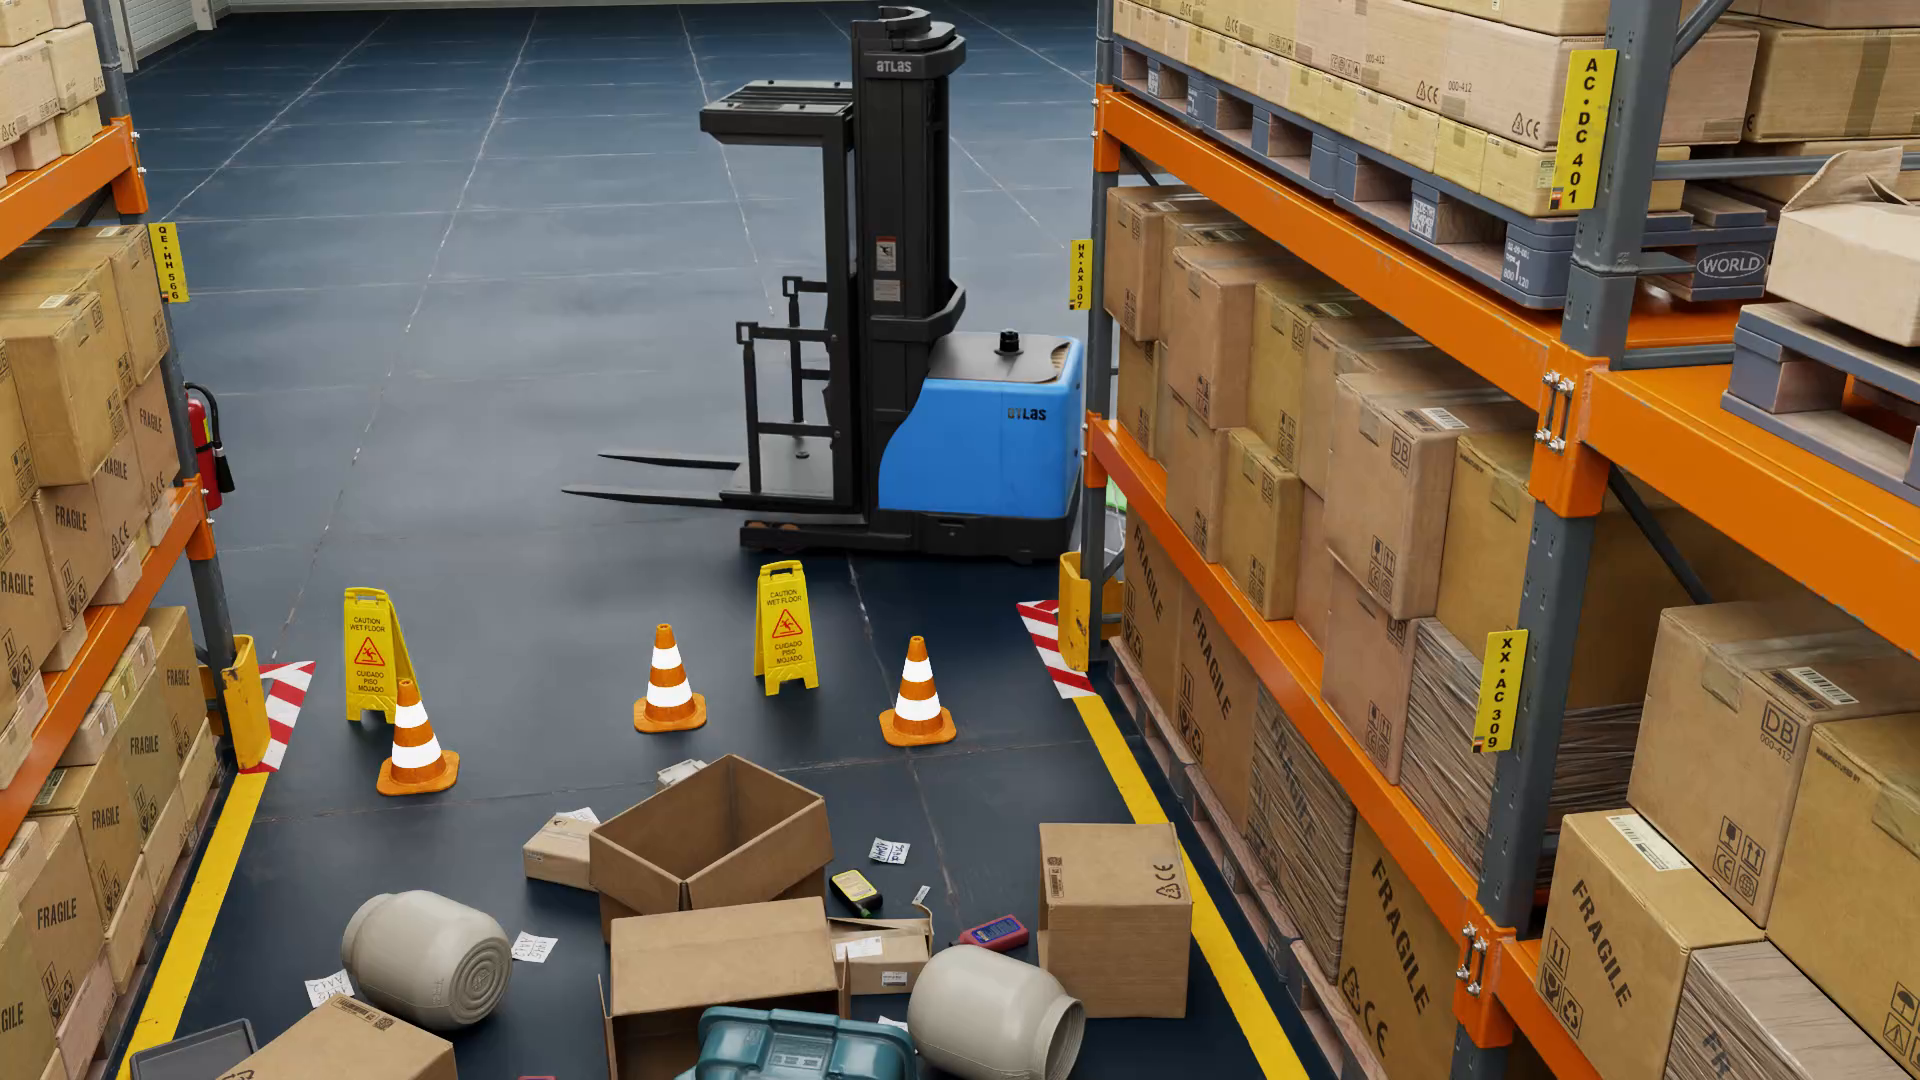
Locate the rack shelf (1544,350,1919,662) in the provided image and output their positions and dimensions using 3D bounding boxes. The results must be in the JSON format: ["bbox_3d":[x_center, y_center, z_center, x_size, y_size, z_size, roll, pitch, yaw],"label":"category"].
[{"bbox_3d":[2.208,0.498,2.013,1.077,0.370,4.000,-4,24,-10],"label":"rack shelf"}]

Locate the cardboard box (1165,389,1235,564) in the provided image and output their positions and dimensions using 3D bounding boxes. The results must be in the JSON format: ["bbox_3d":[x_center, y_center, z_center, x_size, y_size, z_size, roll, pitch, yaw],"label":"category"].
[{"bbox_3d":[1.315,-0.299,6.499,0.875,0.550,0.550,-4,24,-10],"label":"cardboard box"}]

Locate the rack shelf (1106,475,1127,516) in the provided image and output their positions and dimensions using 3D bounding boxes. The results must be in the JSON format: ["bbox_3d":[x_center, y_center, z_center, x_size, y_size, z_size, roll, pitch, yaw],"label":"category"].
[{"bbox_3d":[0.913,-0.231,9.467,0.258,0.148,0.480,21,27,6],"label":"rack shelf"}]

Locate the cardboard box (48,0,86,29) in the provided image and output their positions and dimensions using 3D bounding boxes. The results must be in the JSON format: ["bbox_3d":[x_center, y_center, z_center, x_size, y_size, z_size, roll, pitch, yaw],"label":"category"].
[{"bbox_3d":[-3.394,-1.925,5.979,0.380,0.149,0.250,-4,24,-9],"label":"cardboard box"}]

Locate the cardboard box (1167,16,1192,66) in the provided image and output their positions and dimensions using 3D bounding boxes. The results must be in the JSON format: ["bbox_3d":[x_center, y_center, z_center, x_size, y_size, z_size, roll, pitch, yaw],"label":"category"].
[{"bbox_3d":[0.988,-1.858,6.173,0.380,0.149,0.250,-4,24,-9],"label":"cardboard box"}]

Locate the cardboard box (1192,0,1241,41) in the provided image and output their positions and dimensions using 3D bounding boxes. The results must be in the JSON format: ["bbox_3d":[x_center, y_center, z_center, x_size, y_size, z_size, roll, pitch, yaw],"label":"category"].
[{"bbox_3d":[1.125,-1.891,5.750,0.500,0.250,0.500,-4,24,-10],"label":"cardboard box"}]

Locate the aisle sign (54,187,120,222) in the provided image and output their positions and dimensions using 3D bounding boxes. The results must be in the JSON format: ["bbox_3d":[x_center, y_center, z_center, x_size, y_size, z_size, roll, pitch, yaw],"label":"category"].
[{"bbox_3d":[-3.474,-1.648,6.528,0.394,0.787,0.004,-4,24,-10],"label":"aisle sign"}]

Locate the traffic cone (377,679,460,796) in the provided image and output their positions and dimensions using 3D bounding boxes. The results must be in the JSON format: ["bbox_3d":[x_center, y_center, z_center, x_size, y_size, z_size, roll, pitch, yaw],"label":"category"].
[{"bbox_3d":[-2.400,0.825,7.282,0.336,0.463,0.334,-4,24,-10],"label":"traffic cone"}]

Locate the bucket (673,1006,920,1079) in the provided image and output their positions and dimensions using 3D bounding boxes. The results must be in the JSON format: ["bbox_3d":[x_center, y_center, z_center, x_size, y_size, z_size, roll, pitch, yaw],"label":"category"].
[{"bbox_3d":[-0.452,1.677,4.354,0.726,0.611,0.620,4,34,9],"label":"bucket"}]

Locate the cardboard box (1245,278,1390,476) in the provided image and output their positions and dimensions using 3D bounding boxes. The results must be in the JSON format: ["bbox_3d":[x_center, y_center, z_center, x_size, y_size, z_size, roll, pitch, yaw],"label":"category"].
[{"bbox_3d":[1.518,-0.593,5.824,0.875,0.550,0.500,-4,24,-10],"label":"cardboard box"}]

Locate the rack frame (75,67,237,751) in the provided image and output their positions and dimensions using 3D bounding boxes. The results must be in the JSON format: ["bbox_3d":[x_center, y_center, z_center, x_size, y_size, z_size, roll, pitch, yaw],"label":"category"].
[{"bbox_3d":[-3.747,-0.411,6.943,1.000,3.000,0.127,-4,24,-10],"label":"rack frame"}]

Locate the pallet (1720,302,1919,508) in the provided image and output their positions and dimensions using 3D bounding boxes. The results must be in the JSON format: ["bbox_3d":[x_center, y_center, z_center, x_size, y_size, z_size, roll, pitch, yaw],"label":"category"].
[{"bbox_3d":[2.056,-0.174,2.891,0.805,0.209,1.217,-5,24,-12],"label":"pallet"}]

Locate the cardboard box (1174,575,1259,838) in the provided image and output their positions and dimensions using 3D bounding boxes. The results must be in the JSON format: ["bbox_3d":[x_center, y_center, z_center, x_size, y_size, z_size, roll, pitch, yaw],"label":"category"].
[{"bbox_3d":[1.454,0.572,6.823,0.875,0.875,0.875,-5,24,-11],"label":"cardboard box"}]

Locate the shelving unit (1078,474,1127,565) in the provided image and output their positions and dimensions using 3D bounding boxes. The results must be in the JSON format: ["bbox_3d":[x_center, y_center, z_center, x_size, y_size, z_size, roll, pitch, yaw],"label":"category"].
[{"bbox_3d":[0.997,-0.489,9.331,0.258,1.200,0.503,21,27,6],"label":"shelving unit"}]

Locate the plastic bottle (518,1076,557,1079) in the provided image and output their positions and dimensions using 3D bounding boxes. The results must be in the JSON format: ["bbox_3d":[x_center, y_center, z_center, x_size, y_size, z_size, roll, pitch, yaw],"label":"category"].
[{"bbox_3d":[-1.403,1.863,5.409,0.133,0.061,0.283,0,24,-1],"label":"plastic bottle"}]

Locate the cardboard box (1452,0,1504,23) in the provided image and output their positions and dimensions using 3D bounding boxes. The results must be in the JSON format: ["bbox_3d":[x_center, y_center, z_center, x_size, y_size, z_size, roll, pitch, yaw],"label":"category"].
[{"bbox_3d":[1.411,-1.327,3.960,0.380,0.149,0.250,-4,24,-10],"label":"cardboard box"}]

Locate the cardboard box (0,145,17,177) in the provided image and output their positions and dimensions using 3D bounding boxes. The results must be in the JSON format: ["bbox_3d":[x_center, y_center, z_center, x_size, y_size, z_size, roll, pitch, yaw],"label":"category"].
[{"bbox_3d":[-3.331,-1.244,5.416,0.380,0.149,0.250,-4,24,-9],"label":"cardboard box"}]

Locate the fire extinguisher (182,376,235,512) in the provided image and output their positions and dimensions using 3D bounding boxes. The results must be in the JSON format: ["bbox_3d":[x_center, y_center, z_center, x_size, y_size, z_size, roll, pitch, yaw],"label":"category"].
[{"bbox_3d":[-3.315,-0.455,7.140,0.296,0.674,0.183,-4,24,-10],"label":"fire extinguisher"}]

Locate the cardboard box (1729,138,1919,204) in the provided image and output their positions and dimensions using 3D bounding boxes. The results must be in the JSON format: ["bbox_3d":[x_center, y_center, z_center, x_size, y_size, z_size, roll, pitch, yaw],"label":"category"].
[{"bbox_3d":[2.105,-0.910,4.002,0.380,0.149,0.250,-5,24,-11],"label":"cardboard box"}]

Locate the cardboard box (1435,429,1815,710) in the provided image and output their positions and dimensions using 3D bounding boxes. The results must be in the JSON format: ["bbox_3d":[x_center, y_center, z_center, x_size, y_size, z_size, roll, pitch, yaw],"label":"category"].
[{"bbox_3d":[1.804,0.045,4.363,0.875,0.550,0.550,-4,24,-10],"label":"cardboard box"}]

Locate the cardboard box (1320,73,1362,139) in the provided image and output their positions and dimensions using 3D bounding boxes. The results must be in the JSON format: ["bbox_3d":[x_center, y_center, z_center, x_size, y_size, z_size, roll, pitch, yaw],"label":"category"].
[{"bbox_3d":[1.269,-1.261,4.805,0.380,0.149,0.250,-4,24,-9],"label":"cardboard box"}]

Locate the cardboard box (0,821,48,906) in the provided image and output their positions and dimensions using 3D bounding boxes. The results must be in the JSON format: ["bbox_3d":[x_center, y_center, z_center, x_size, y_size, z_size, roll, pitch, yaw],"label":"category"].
[{"bbox_3d":[-2.965,0.976,4.932,0.380,0.149,0.250,-3,24,-7],"label":"cardboard box"}]

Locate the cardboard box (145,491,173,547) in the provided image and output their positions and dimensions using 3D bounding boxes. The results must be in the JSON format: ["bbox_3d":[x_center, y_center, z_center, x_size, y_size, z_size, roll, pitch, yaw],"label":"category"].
[{"bbox_3d":[-3.312,-0.073,6.484,0.380,0.149,0.250,-5,24,-10],"label":"cardboard box"}]

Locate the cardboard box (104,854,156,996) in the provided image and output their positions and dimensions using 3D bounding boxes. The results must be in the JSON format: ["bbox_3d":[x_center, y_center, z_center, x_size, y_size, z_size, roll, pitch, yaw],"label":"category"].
[{"bbox_3d":[-3.143,1.364,5.789,0.500,0.250,0.500,-5,24,-12],"label":"cardboard box"}]

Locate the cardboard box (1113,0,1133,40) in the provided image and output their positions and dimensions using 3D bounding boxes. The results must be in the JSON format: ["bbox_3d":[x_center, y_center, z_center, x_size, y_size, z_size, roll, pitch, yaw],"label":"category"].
[{"bbox_3d":[0.847,-2.156,6.856,0.380,0.149,0.250,-4,24,-9],"label":"cardboard box"}]

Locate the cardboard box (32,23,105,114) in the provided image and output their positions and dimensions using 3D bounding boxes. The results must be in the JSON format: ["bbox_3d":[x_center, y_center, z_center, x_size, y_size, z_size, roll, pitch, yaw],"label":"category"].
[{"bbox_3d":[-3.388,-1.672,5.898,0.500,0.250,0.500,-5,24,-10],"label":"cardboard box"}]

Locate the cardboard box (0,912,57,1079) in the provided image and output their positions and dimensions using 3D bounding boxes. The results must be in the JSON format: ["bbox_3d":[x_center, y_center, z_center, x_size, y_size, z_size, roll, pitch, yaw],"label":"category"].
[{"bbox_3d":[-2.962,1.425,4.714,0.500,0.500,0.500,-3,24,-8],"label":"cardboard box"}]

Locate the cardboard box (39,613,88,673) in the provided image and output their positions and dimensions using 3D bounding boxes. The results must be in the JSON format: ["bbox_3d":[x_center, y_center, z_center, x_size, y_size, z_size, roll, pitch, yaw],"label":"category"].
[{"bbox_3d":[-3.162,0.333,5.553,0.380,0.149,0.250,-5,24,-10],"label":"cardboard box"}]

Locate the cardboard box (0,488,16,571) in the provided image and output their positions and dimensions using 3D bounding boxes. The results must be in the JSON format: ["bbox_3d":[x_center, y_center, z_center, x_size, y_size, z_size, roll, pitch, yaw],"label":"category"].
[{"bbox_3d":[-3.015,-0.069,4.415,0.700,0.500,0.500,-5,24,-11],"label":"cardboard box"}]

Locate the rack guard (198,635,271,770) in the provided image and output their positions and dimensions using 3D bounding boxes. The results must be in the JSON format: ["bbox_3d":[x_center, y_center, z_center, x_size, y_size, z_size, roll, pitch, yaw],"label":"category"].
[{"bbox_3d":[-3.733,0.764,7.375,1.175,0.500,0.348,-4,24,-10],"label":"rack guard"}]

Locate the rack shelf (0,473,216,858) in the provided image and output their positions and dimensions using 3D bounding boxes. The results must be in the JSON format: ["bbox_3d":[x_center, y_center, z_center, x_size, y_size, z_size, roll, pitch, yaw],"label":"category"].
[{"bbox_3d":[-3.377,0.705,5.286,1.077,0.370,4.000,-4,24,-10],"label":"rack shelf"}]

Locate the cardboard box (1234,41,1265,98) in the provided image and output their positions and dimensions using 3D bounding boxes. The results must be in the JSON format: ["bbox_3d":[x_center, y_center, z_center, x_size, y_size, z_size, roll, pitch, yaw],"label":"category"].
[{"bbox_3d":[1.128,-1.560,5.490,0.380,0.149,0.250,-4,24,-9],"label":"cardboard box"}]

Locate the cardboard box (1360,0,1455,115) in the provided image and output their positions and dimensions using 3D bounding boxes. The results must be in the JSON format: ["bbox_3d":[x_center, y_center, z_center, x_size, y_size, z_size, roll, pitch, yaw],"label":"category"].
[{"bbox_3d":[1.402,-1.298,4.392,0.500,0.250,0.500,-4,24,-10],"label":"cardboard box"}]

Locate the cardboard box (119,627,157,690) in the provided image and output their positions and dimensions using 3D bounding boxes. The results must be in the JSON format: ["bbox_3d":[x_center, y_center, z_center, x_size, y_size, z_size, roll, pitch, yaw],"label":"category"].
[{"bbox_3d":[-3.209,0.451,6.133,0.380,0.149,0.250,-4,24,-8],"label":"cardboard box"}]

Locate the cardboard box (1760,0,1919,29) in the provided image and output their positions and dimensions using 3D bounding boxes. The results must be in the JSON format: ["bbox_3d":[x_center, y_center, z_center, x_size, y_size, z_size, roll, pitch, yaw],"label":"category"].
[{"bbox_3d":[2.105,-1.275,3.842,0.380,0.149,0.250,-4,24,-9],"label":"cardboard box"}]

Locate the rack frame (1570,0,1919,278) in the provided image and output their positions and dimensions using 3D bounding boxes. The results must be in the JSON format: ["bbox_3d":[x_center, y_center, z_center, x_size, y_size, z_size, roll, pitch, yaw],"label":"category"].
[{"bbox_3d":[1.838,-1.993,3.070,1.000,3.000,0.127,-4,24,-10],"label":"rack frame"}]

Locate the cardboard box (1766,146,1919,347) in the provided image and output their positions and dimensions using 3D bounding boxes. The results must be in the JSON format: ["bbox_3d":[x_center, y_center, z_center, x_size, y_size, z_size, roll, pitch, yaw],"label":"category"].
[{"bbox_3d":[1.705,-0.539,3.007,0.258,0.266,0.396,-5,24,-11],"label":"cardboard box"}]

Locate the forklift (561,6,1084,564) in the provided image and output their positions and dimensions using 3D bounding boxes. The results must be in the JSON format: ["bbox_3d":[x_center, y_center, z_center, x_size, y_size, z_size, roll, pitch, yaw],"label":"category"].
[{"bbox_3d":[-0.822,-1.469,9.451,3.031,2.935,1.130,4,24,8],"label":"forklift"}]

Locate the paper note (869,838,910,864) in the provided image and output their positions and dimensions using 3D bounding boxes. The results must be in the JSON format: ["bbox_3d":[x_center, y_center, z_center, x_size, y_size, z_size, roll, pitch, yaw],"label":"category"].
[{"bbox_3d":[-0.287,1.270,6.805,0.144,0.017,0.142,4,24,9],"label":"paper note"}]

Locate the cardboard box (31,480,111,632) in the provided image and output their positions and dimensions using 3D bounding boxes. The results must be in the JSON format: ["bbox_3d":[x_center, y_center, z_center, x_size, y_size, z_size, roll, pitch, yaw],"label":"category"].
[{"bbox_3d":[-3.199,-0.006,5.519,0.500,0.500,0.500,-4,24,-10],"label":"cardboard box"}]

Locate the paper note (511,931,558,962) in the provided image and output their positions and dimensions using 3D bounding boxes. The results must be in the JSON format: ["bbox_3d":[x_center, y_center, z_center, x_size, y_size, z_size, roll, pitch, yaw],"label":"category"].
[{"bbox_3d":[-1.606,1.525,6.235,0.148,0.019,0.142,4,24,9],"label":"paper note"}]

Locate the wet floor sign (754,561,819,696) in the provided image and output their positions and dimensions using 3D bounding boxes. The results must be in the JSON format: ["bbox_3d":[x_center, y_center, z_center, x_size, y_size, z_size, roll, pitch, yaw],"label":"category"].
[{"bbox_3d":[-0.852,0.397,8.035,0.267,0.644,0.232,-9,25,-19],"label":"wet floor sign"}]

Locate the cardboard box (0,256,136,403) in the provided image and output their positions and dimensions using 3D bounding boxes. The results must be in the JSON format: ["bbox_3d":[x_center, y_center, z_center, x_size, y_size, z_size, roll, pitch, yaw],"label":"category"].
[{"bbox_3d":[-3.352,-0.667,5.784,0.700,0.500,0.500,-4,24,-9],"label":"cardboard box"}]

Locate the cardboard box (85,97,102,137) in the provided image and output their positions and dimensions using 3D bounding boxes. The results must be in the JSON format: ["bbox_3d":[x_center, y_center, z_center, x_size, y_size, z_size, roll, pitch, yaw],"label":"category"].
[{"bbox_3d":[-3.406,-1.551,6.119,0.380,0.149,0.250,-4,24,-10],"label":"cardboard box"}]

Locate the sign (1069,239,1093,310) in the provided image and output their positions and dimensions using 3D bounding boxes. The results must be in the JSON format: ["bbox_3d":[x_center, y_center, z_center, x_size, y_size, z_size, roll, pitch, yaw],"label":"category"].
[{"bbox_3d":[0.552,-1.211,7.595,0.100,0.325,0.005,-4,24,-10],"label":"sign"}]

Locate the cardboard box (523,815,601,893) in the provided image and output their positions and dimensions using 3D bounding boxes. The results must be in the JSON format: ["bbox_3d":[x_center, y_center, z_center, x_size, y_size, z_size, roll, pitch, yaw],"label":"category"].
[{"bbox_3d":[-1.520,1.261,6.676,0.380,0.149,0.250,8,25,18],"label":"cardboard box"}]

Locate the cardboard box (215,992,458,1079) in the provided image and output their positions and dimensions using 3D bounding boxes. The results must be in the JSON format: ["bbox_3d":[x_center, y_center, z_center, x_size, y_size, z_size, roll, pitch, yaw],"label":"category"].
[{"bbox_3d":[-1.868,1.785,5.036,0.500,0.500,0.500,13,27,27],"label":"cardboard box"}]

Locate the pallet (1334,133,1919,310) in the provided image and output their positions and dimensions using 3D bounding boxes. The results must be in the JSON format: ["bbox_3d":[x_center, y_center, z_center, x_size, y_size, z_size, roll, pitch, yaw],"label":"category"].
[{"bbox_3d":[1.697,-0.900,4.427,1.003,0.211,1.213,-4,24,-10],"label":"pallet"}]

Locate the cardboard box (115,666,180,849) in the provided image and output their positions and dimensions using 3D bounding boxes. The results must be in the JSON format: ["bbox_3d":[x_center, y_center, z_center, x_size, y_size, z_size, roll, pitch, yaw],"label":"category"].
[{"bbox_3d":[-3.243,0.814,6.113,0.500,0.500,0.500,-3,24,-8],"label":"cardboard box"}]

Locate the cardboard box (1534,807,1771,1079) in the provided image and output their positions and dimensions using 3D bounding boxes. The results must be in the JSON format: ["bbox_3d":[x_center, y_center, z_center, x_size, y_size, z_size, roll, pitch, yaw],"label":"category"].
[{"bbox_3d":[1.671,0.937,3.732,0.500,0.500,0.500,-4,24,-9],"label":"cardboard box"}]

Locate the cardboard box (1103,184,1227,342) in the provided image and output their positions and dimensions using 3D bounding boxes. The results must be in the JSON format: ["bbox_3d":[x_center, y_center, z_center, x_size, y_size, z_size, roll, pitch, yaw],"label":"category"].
[{"bbox_3d":[1.129,-1.232,7.286,0.875,0.550,0.550,-4,24,-10],"label":"cardboard box"}]

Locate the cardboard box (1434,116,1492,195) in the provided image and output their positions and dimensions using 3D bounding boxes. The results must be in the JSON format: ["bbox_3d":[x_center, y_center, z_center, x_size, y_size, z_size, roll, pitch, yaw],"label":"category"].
[{"bbox_3d":[1.410,-0.960,4.117,0.380,0.149,0.250,-4,24,-9],"label":"cardboard box"}]

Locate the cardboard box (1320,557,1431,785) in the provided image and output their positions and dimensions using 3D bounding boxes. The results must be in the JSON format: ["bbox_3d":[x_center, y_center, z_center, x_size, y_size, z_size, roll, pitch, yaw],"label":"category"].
[{"bbox_3d":[1.635,0.329,5.062,0.875,0.550,0.550,-4,24,-10],"label":"cardboard box"}]

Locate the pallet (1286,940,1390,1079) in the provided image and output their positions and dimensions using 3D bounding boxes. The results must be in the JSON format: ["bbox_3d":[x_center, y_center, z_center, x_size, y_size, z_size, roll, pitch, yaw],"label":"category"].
[{"bbox_3d":[1.775,1.729,5.527,1.003,0.211,1.213,-4,24,-10],"label":"pallet"}]
